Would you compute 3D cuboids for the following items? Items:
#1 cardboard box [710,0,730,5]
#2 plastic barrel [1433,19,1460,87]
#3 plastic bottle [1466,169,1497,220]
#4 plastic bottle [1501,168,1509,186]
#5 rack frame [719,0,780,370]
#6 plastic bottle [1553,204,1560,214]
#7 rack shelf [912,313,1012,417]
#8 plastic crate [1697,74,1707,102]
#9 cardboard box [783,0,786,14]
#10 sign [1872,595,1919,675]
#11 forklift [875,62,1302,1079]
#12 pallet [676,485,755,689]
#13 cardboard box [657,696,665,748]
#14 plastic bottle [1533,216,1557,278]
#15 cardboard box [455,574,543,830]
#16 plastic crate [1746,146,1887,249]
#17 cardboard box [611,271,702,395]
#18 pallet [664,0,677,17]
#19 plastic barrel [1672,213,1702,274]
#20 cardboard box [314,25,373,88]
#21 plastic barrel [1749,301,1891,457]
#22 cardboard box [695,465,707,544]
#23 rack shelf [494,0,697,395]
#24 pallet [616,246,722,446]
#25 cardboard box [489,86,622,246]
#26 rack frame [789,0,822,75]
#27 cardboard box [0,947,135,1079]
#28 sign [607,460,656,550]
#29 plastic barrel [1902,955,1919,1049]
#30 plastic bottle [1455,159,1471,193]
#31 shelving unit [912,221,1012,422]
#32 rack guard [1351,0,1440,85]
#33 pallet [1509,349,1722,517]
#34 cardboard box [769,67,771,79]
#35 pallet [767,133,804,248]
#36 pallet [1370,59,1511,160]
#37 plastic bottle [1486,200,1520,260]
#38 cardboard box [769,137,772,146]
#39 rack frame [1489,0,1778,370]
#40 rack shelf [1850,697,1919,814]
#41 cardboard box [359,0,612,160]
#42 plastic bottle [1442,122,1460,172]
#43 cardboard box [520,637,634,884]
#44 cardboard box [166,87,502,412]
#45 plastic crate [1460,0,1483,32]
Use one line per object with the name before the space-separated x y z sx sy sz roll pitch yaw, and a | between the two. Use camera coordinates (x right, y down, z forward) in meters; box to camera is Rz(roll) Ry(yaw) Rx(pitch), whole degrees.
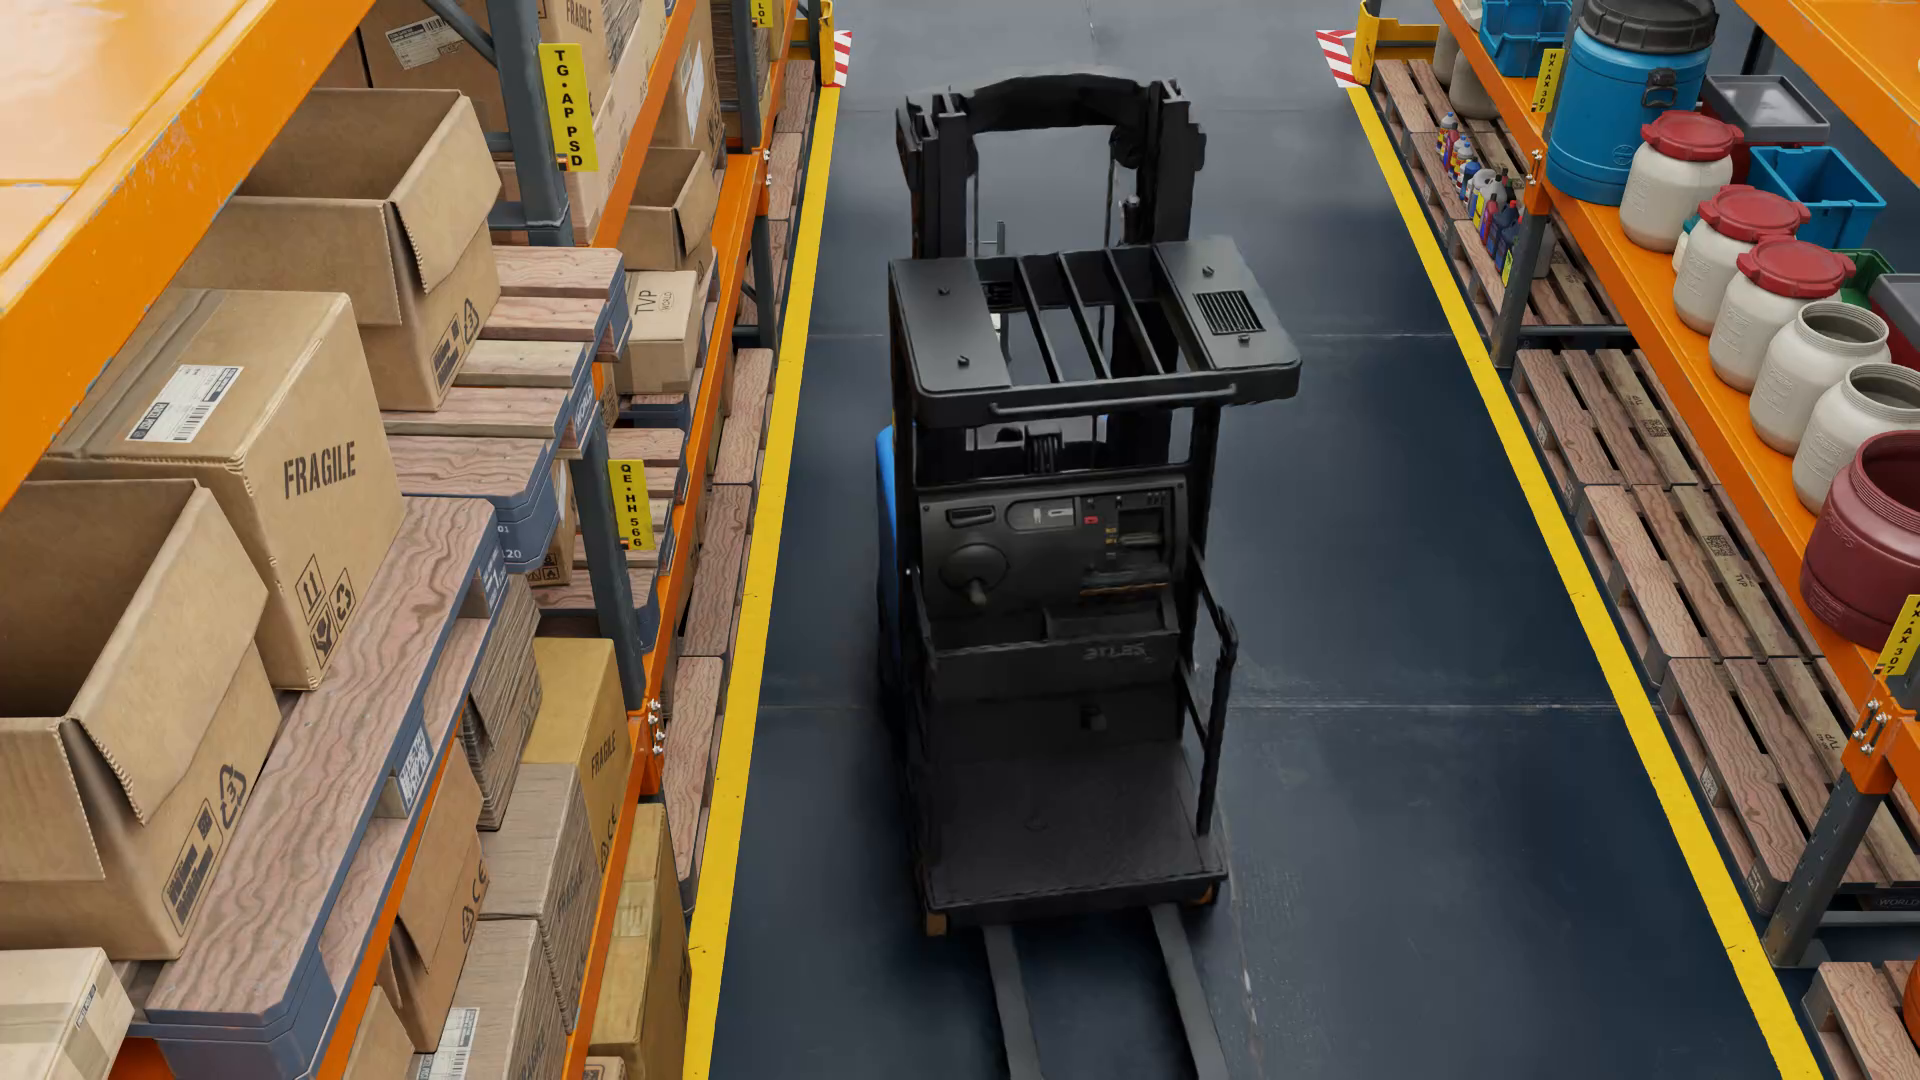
cardboard box | -1.251 -2.972 8.189 0.500 0.500 0.500 0 39 0
plastic barrel | 3.521 -3.432 11.533 0.421 0.512 0.421 0 39 0
plastic bottle | 3.162 -2.084 10.024 0.152 0.276 0.135 1 39 1
plastic bottle | 3.269 -2.087 10.022 0.061 0.283 0.133 0 39 0
rack frame | -1.505 -2.145 8.274 1.000 3.000 0.127 0 39 0
plastic bottle | 3.713 -2.131 10.082 0.152 0.276 0.135 0 39 0
rack shelf | 0.000 -0.894 7.288 0.431 0.370 0.720 0 39 0
plastic crate | 3.575 -2.452 8.707 0.767 0.338 0.504 0 39 0
cardboard box | -1.219 -3.120 9.691 0.380 0.149 0.250 0 39 0
sign | 2.903 0.293 5.100 0.100 0.325 0.005 0 39 0
forklift | 0.359 0.082 5.550 1.130 2.935 3.031 -5 39 -7
pallet | -1.498 0.194 7.584 1.003 0.211 1.213 0 39 0
cardboard box | -1.521 0.741 6.320 0.700 0.500 0.500 -2 39 -2
plastic bottle | 3.303 -1.690 9.472 0.144 0.351 0.185 0 39 0
cardboard box | -1.515 0.383 4.237 0.797 0.503 0.637 1 39 1
plastic crate | 3.761 -1.453 7.423 0.392 0.384 0.575 0 39 0
cardboard box | -1.272 -0.798 6.376 0.500 0.250 0.500 -1 39 -1
pallet | -1.606 -2.208 6.104 1.213 0.211 1.003 0 39 0
plastic barrel | 3.296 -1.267 7.289 0.301 0.262 0.301 0 39 0
cardboard box | -1.751 -1.347 4.399 0.500 0.500 0.500 1 39 1
plastic barrel | 3.238 -0.598 6.253 0.421 0.512 0.421 0 39 0
cardboard box | -1.543 -0.310 7.630 0.700 0.500 0.500 -3 39 -4
rack shelf | -1.502 -1.785 6.000 1.077 0.370 4.000 0 39 0
pallet | -1.543 -0.807 6.757 1.003 0.211 1.213 0 39 0
cardboard box | -1.246 -1.050 4.629 0.500 0.250 0.500 1 39 1
rack frame | -1.509 -4.647 11.395 1.000 3.000 0.127 0 39 0
cardboard box | -1.347 0.690 2.203 0.380 0.149 0.250 -2 39 -2
sign | -0.945 -0.098 4.794 0.100 0.325 0.005 0 39 0
plastic barrel | 3.470 1.341 5.323 0.600 0.830 0.708 0 39 0
plastic bottle | 3.135 -2.257 10.299 0.097 0.201 0.097 0 39 0
shelving unit | 0.000 -0.589 7.532 0.431 1.500 0.755 0 39 0
rack guard | 3.491 -3.628 12.122 1.175 0.500 0.348 0 39 0
pallet | 3.488 -0.570 8.538 1.003 0.211 1.213 0 39 0
cardboard box | -1.219 -2.495 8.911 0.380 0.149 0.250 0 39 0
pallet | -1.545 -2.242 10.625 1.003 0.211 1.213 0 39 0
pallet | 3.486 -3.007 11.579 1.003 0.211 1.213 0 39 0
plastic bottle | 3.159 -1.810 9.621 0.144 0.351 0.185 -2 39 -2
cardboard box | -1.509 -2.679 10.604 0.500 0.500 0.500 3 39 4
rack frame | 3.448 -2.149 8.279 1.000 3.000 0.127 0 39 0
rack shelf | 3.455 1.884 3.821 1.077 0.370 4.000 0 39 0
cardboard box | -1.243 -1.343 4.394 0.500 0.500 0.500 0 39 0
plastic bottle | 3.116 -2.487 10.520 0.061 0.283 0.133 1 39 1
cardboard box | -1.252 0.625 4.737 0.500 0.500 0.500 1 39 1
cardboard box | -1.427 -0.637 3.575 0.797 0.503 0.637 2 39 3
plastic crate | 3.193 -3.061 9.628 0.530 0.136 0.437 0 39 0
